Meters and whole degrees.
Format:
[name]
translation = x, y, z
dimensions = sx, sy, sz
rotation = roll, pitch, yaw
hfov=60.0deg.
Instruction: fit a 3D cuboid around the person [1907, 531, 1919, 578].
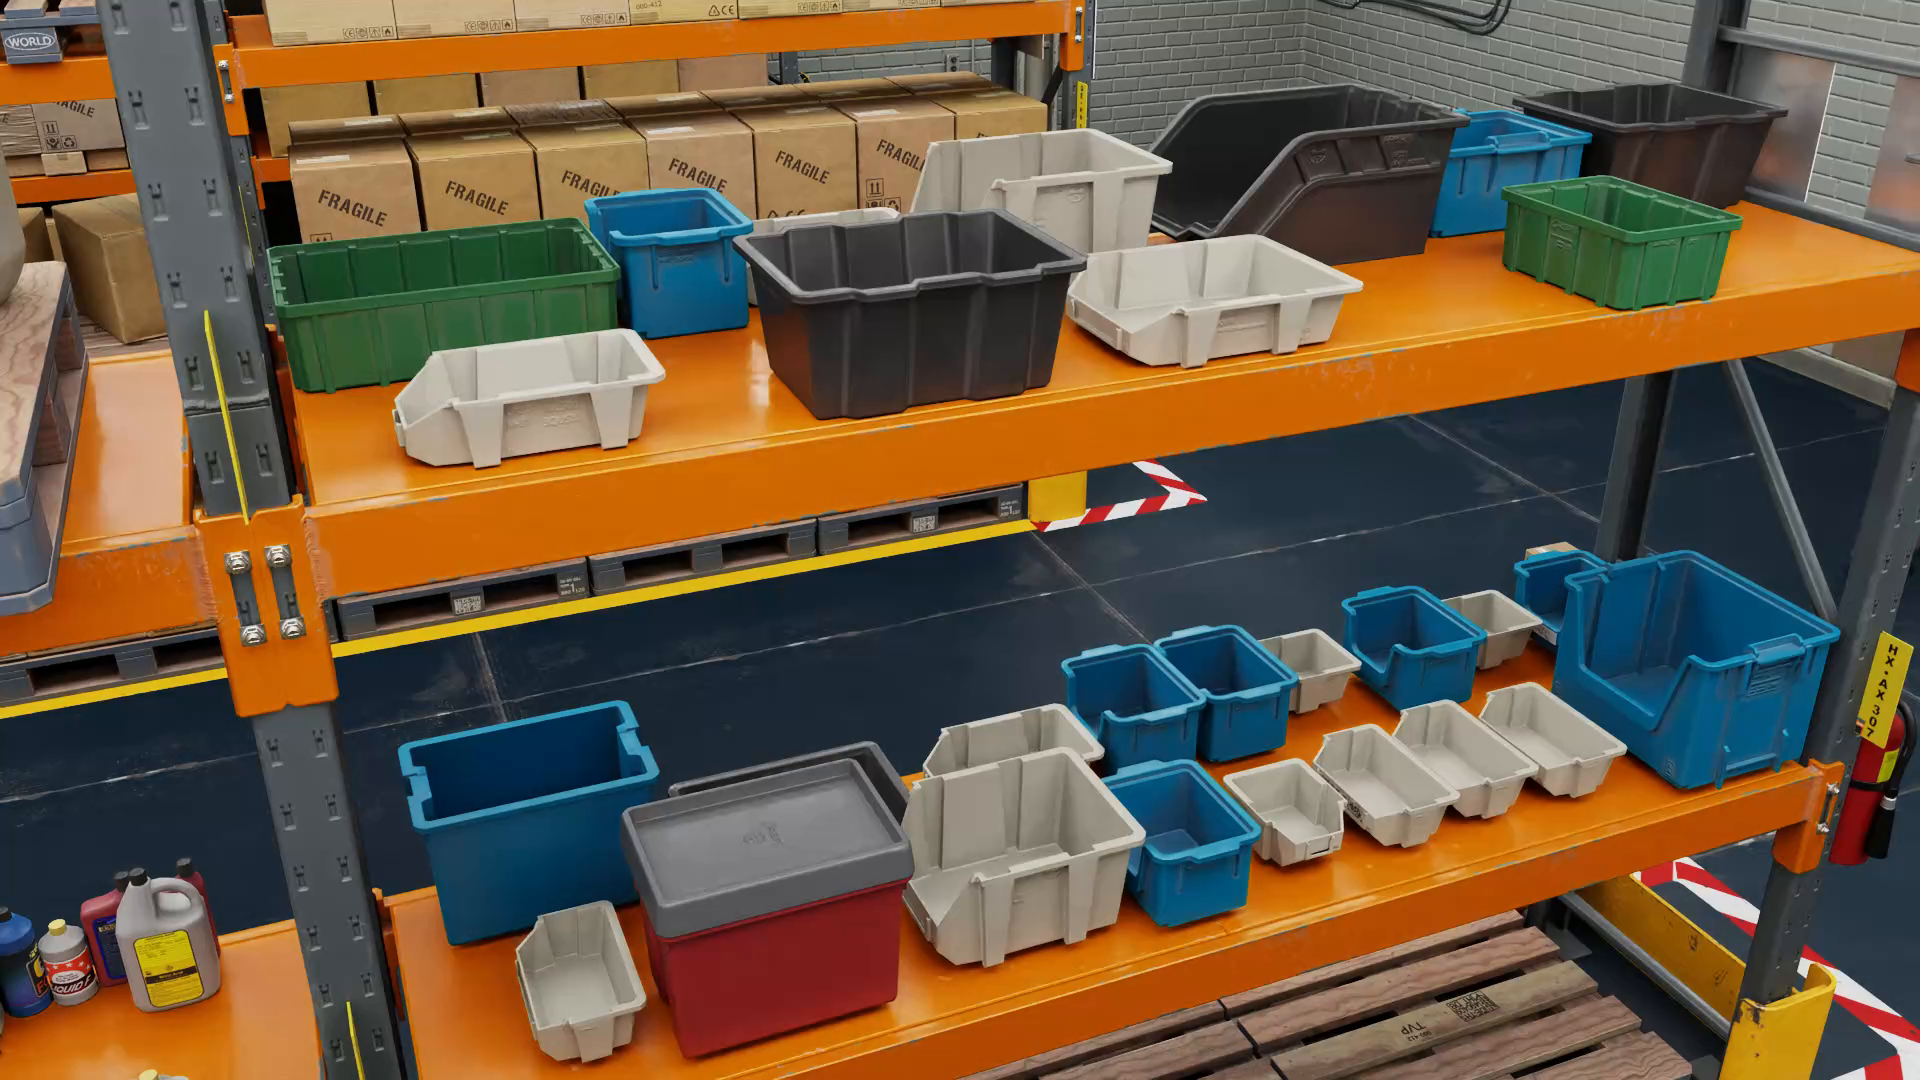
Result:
[person]
translation = 5.069, -0.598, 8.366
dimensions = 0.864, 1.687, 0.529
rotation = -6, 26, -12
